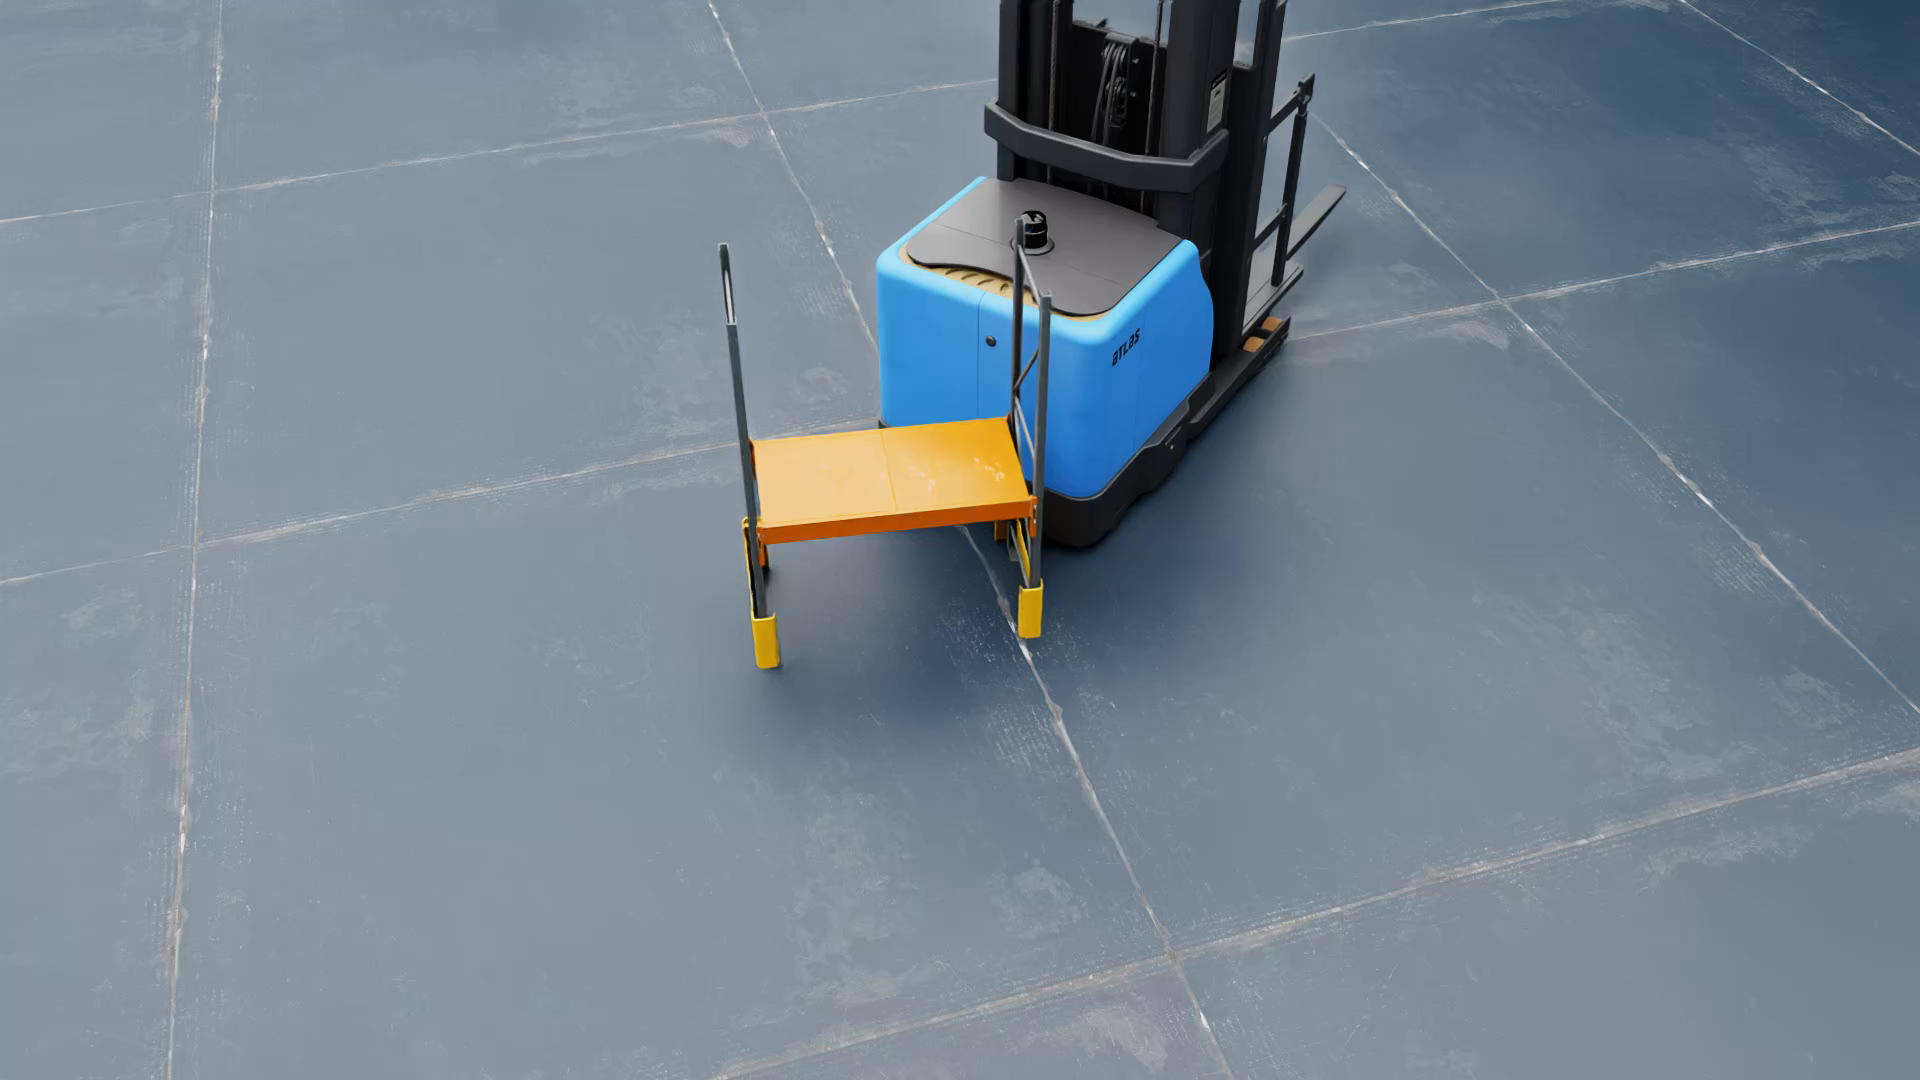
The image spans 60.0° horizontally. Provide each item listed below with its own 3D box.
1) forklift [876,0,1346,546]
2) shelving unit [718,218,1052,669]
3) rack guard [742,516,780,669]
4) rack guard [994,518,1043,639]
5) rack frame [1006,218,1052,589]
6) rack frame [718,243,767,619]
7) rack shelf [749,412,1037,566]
[{"bbox_3d":[0.876,-2.022,6.836,1.130,2.935,3.031,23,46,24],"label":"forklift"},{"bbox_3d":[-0.268,-0.329,5.987,1.083,1.500,0.587,-6,42,-7],"label":"shelving unit"},{"bbox_3d":[-0.760,0.194,6.338,0.087,0.250,0.587,-6,42,-7],"label":"rack guard"},{"bbox_3d":[0.224,0.089,6.458,0.087,0.250,0.587,-6,42,-7],"label":"rack guard"},{"bbox_3d":[0.243,-0.383,6.049,0.032,1.500,0.500,-6,42,-7],"label":"rack frame"},{"bbox_3d":[-0.761,-0.277,5.927,0.032,1.500,0.500,-6,42,-7],"label":"rack frame"},{"bbox_3d":[-0.259,-0.195,6.106,1.000,0.185,0.538,-6,42,-7],"label":"rack shelf"}]
